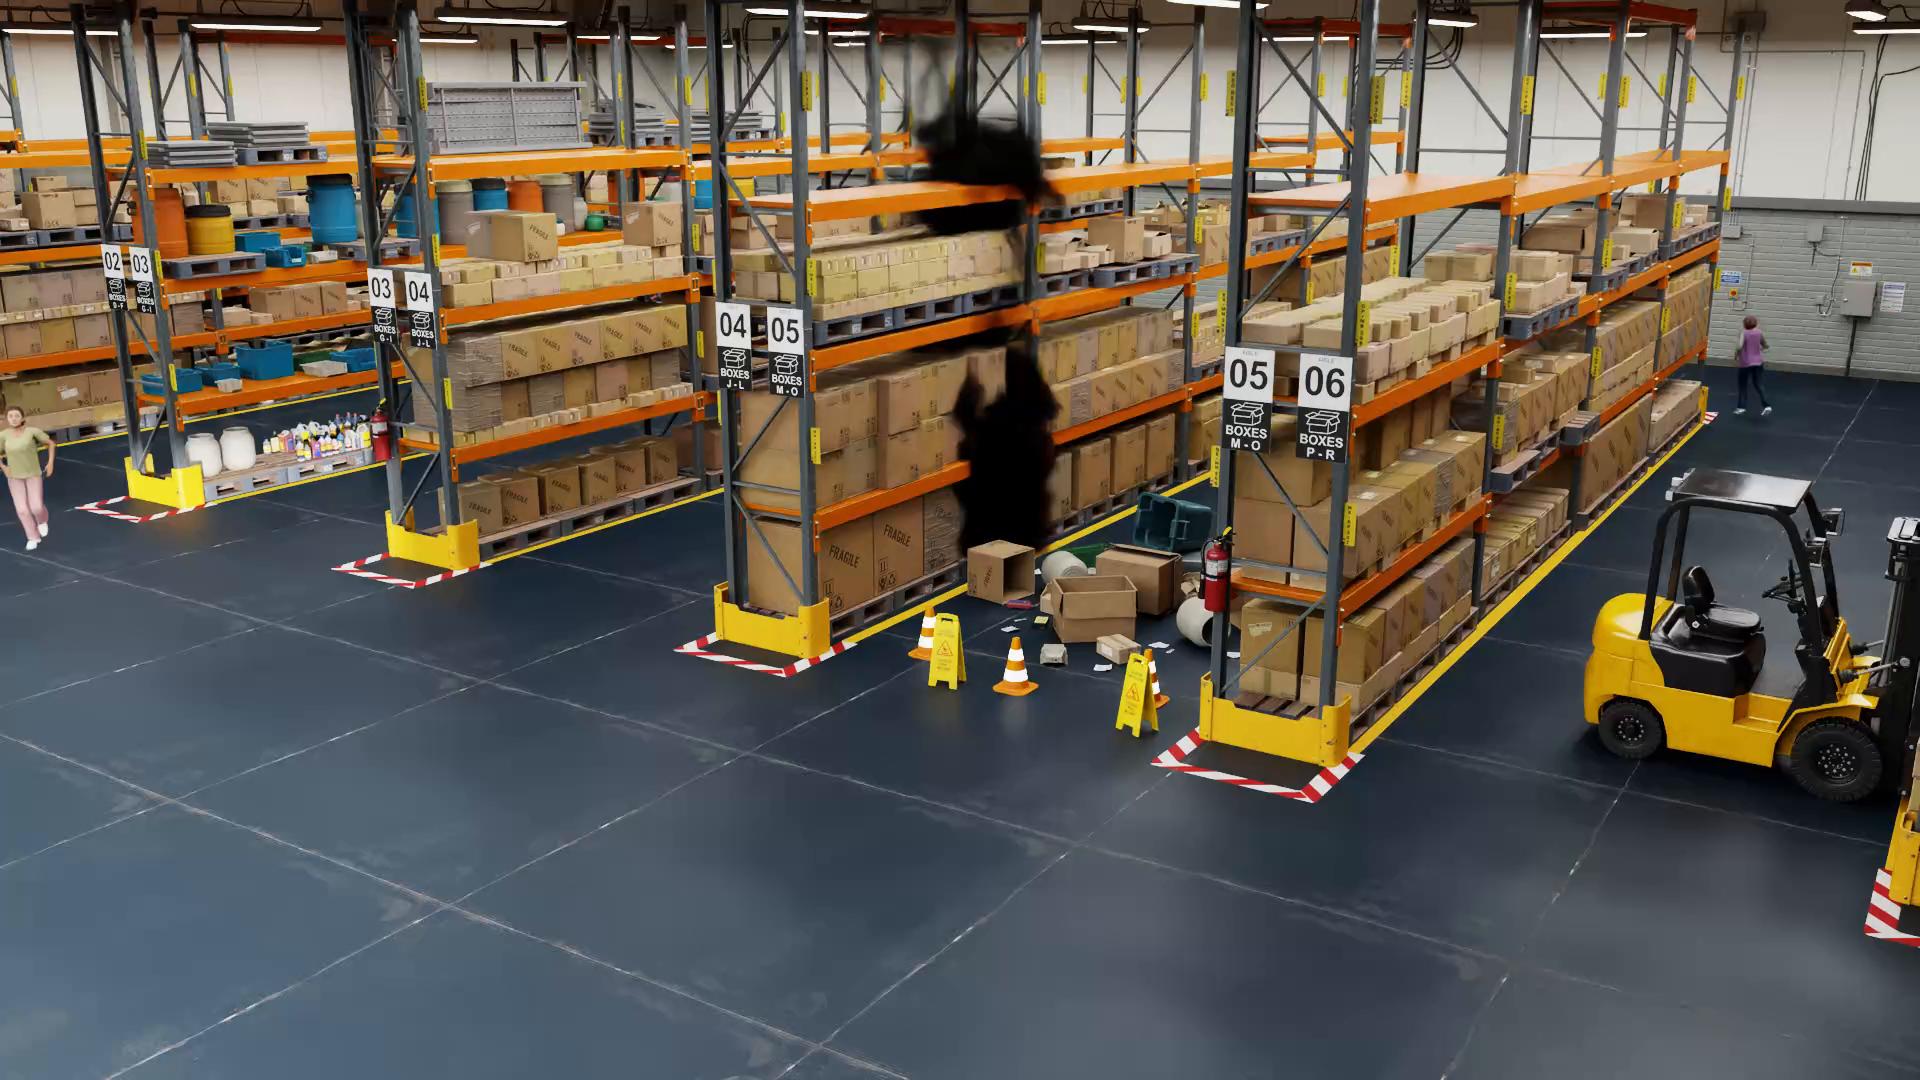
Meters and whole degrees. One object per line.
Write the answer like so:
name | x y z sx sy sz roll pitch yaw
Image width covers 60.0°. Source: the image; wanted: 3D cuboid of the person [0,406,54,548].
person | -10.543 -0.718 18.783 0.614 1.634 0.569 -6 17 -22

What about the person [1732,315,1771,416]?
person | 12.286 -2.701 25.935 0.591 1.597 0.805 -1 16 -2
